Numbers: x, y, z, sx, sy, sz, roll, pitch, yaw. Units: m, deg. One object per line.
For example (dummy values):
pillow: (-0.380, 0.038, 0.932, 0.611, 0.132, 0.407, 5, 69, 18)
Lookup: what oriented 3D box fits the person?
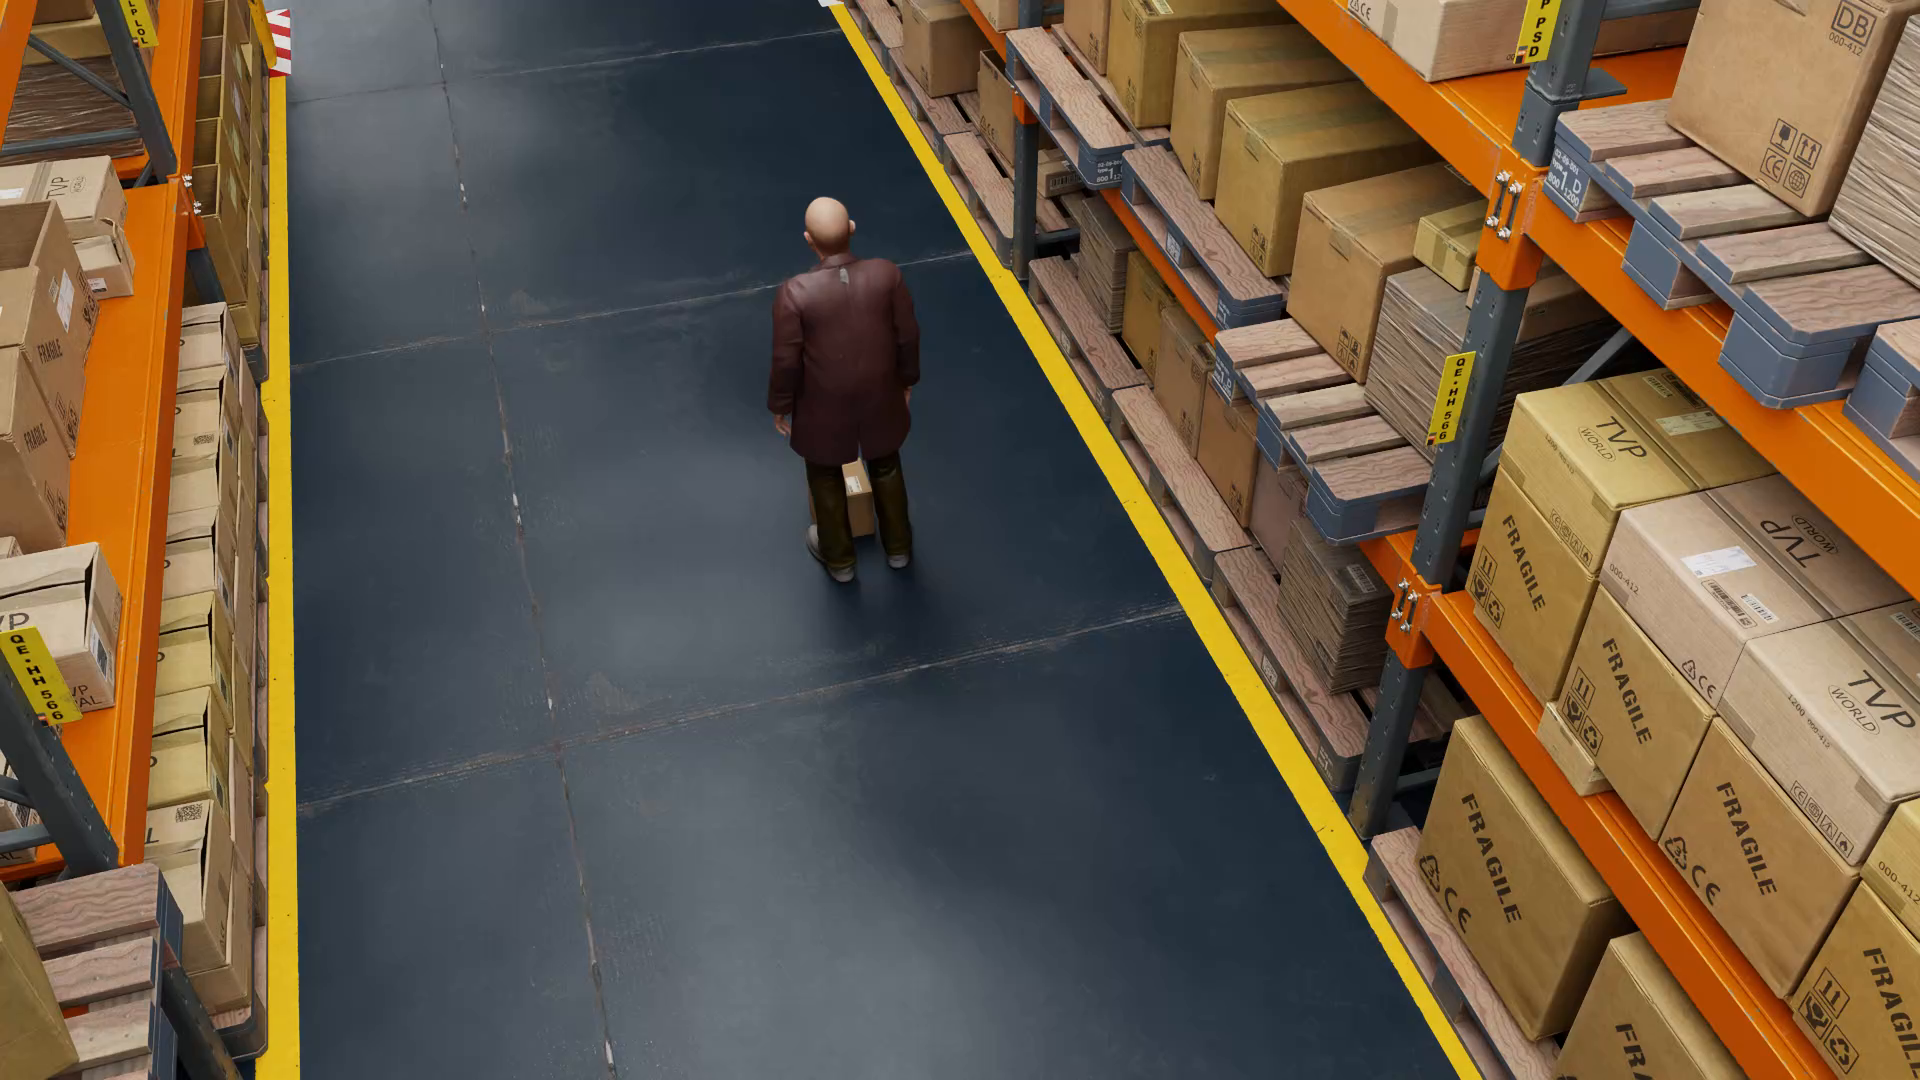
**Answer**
person: (-0.470, -0.591, 6.835, 0.656, 1.774, 0.417, -13, 43, -15)
